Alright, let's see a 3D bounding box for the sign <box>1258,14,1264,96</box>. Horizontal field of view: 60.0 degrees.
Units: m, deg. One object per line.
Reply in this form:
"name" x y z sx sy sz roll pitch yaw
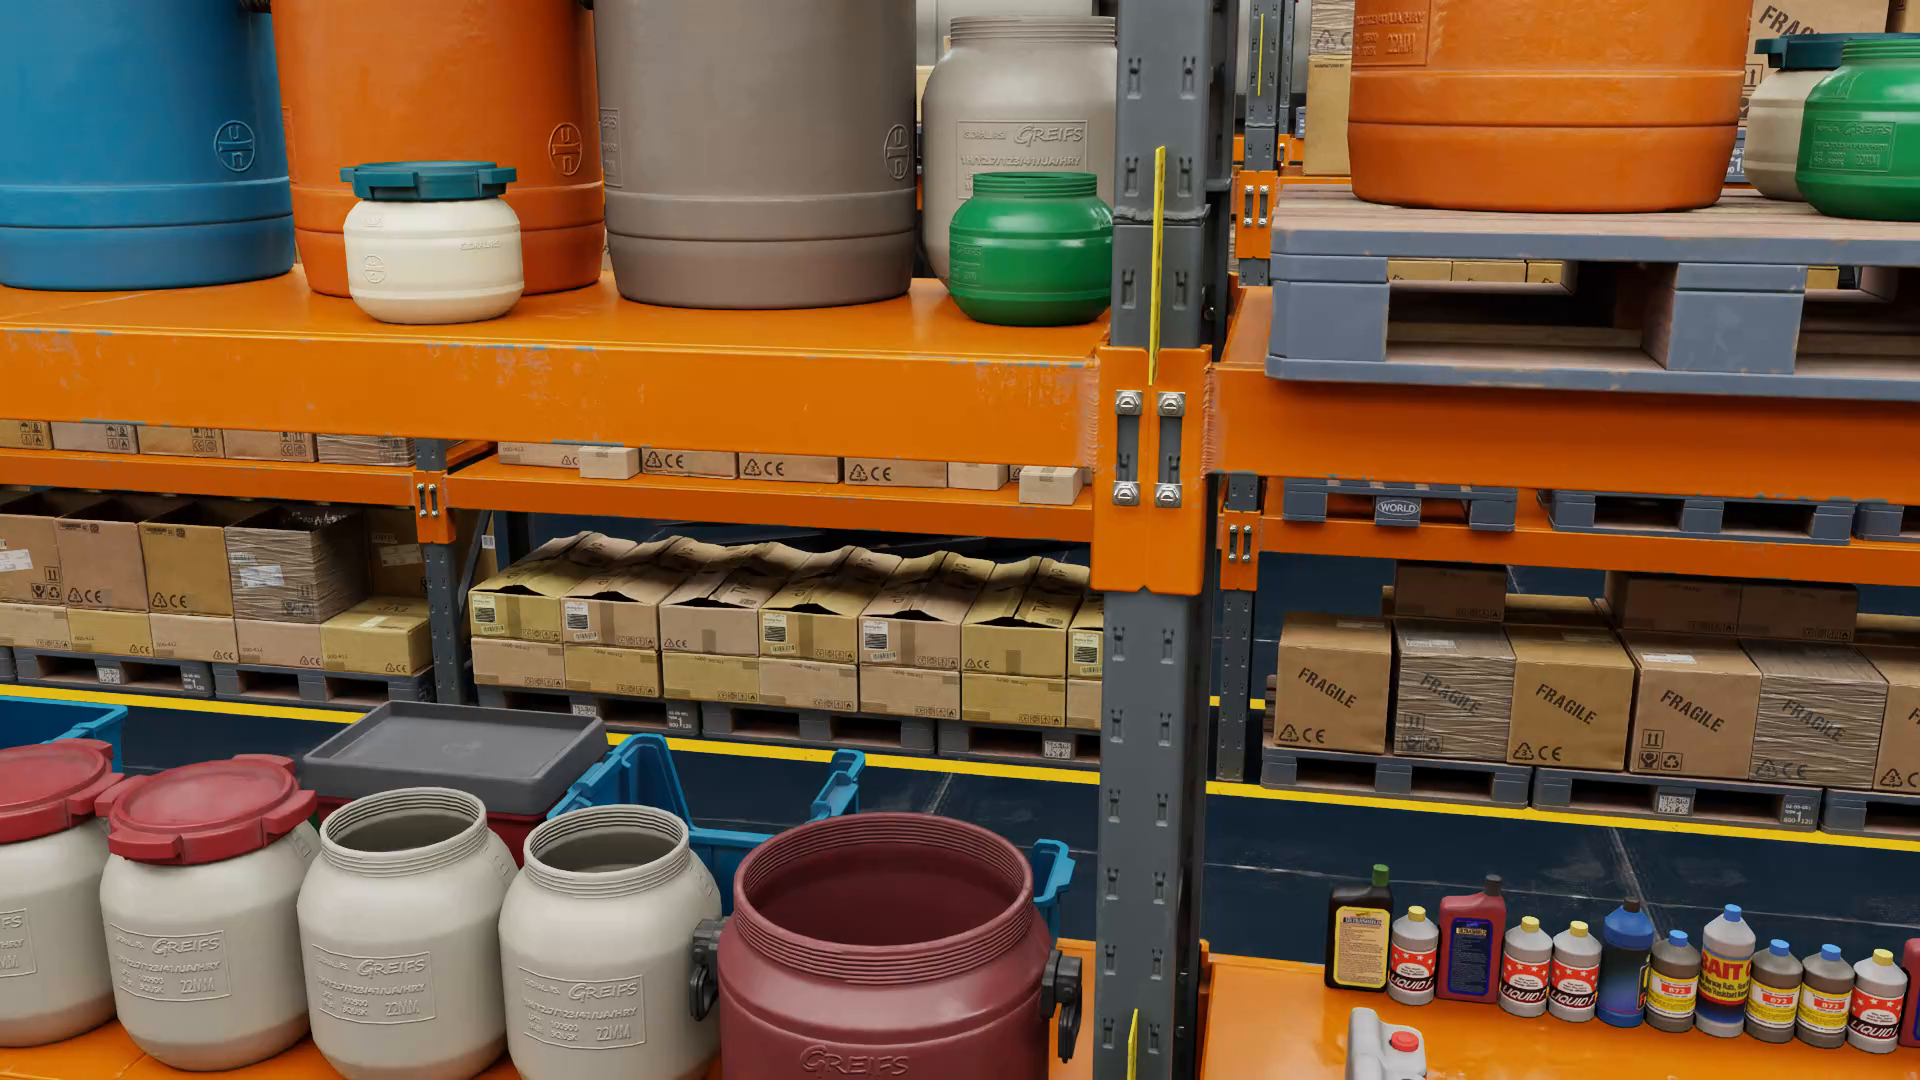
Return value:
"sign" 1.252 -2.018 6.921 0.005 0.325 0.100 3 16 11

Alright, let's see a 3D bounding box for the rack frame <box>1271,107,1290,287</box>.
"rack frame" 2.354 -1.726 12.603 0.127 3.000 1.000 3 16 11

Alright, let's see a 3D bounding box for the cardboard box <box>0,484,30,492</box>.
"cardboard box" -5.884 -0.143 9.849 0.500 0.500 0.500 3 16 11

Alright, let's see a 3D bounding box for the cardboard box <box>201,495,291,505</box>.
"cardboard box" -3.921 -0.041 9.479 0.500 0.500 0.500 3 16 11

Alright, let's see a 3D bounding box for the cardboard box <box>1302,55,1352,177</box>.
"cardboard box" 1.805 -1.909 7.458 0.500 0.500 0.910 3 16 11

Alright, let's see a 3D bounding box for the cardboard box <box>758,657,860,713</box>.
"cardboard box" -0.696 0.648 8.397 0.500 0.250 0.500 3 16 12

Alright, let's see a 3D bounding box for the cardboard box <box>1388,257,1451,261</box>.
"cardboard box" 3.275 -2.168 12.014 0.500 0.250 0.500 3 16 10

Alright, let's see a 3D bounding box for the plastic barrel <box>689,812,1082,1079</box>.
"plastic barrel" -0.135 0.855 3.031 0.708 0.536 0.600 3 16 11

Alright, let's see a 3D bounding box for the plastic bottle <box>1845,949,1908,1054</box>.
"plastic bottle" 1.865 0.931 3.384 0.097 0.201 0.097 0 15 0

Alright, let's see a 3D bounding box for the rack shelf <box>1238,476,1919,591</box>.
"rack shelf" 3.331 0.024 7.636 4.000 0.370 1.077 3 16 11

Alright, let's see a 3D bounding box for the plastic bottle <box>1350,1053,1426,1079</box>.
"plastic bottle" 0.740 1.033 2.875 0.135 0.276 0.152 3 16 11

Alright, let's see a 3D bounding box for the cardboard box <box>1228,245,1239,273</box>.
"cardboard box" 1.892 -2.008 12.611 0.500 0.500 0.700 1 16 5

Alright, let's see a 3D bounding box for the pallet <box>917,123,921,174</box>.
"pallet" -0.409 -1.856 7.806 1.213 0.211 1.003 4 16 14

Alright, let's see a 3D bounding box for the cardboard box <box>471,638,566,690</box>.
"cardboard box" -2.203 0.567 8.691 0.500 0.250 0.500 3 16 10

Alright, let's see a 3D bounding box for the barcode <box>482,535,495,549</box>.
"barcode" -2.382 0.010 8.396 0.075 0.075 0.001 3 16 11

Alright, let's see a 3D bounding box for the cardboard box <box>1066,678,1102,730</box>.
"cardboard box" 0.806 0.729 8.105 0.500 0.250 0.500 3 16 12

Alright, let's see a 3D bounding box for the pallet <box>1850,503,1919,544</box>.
"pallet" 4.529 -0.195 7.438 1.213 0.211 1.003 3 16 11

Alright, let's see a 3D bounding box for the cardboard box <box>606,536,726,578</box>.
"cardboard box" -1.584 0.183 9.027 0.500 0.311 0.500 4 16 13

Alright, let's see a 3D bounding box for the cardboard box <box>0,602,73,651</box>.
"cardboard box" -5.007 0.407 9.269 0.500 0.250 0.500 3 16 11

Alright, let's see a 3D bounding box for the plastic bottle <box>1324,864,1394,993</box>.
"plastic bottle" 0.861 0.832 3.587 0.133 0.283 0.061 3 16 11

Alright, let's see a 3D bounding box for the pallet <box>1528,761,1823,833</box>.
"pallet" 3.287 1.029 7.880 1.213 0.211 1.003 3 16 11

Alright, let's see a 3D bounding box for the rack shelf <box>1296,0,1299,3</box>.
"rack shelf" 4.314 -3.971 11.567 4.000 0.370 1.077 3 16 11

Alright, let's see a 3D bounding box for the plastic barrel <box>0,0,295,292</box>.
"plastic barrel" -1.716 -0.994 3.403 0.708 0.901 0.600 3 16 11

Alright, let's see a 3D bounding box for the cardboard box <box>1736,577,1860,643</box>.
"cardboard box" 3.885 0.272 7.845 0.500 0.250 0.500 3 16 11

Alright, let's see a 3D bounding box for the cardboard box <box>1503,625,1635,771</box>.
"cardboard box" 2.764 0.716 7.645 0.500 0.500 0.500 3 16 10

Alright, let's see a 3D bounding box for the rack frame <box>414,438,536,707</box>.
"rack frame" -2.549 -0.642 8.692 0.127 3.000 1.000 3 16 11

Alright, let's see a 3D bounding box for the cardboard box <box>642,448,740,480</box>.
"cardboard box" -1.284 -0.617 8.414 0.500 0.500 0.500 4 16 15

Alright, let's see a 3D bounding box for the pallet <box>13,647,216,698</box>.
"pallet" -4.519 0.584 9.488 1.213 0.211 1.003 3 16 11

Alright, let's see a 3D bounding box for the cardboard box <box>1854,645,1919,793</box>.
"cardboard box" 4.267 0.796 7.357 0.500 0.500 0.500 3 16 11

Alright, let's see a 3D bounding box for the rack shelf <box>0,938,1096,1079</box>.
"rack shelf" -1.580 1.106 3.727 4.000 0.370 1.077 3 16 11

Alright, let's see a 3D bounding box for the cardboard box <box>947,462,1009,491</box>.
"cardboard box" 0.110 -0.362 8.149 0.250 0.149 0.380 4 16 15

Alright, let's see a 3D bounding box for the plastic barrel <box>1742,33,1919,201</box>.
"plastic barrel" 1.460 -0.697 2.741 0.301 0.262 0.301 0 15 0

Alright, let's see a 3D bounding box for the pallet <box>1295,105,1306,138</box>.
"pallet" 2.996 -3.060 12.154 1.003 0.211 1.213 4 16 14

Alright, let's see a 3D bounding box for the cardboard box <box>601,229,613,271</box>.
"cardboard box" -2.581 -2.206 13.177 0.500 0.500 0.500 3 16 11

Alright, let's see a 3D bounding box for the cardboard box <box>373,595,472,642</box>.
"cardboard box" -2.943 0.376 9.378 0.500 0.250 0.500 3 16 11

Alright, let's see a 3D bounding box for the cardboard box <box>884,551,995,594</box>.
"cardboard box" -0.100 0.265 8.731 0.500 0.311 0.500 3 16 10

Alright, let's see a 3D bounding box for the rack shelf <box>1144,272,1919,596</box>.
"rack shelf" 2.340 -0.126 2.558 4.000 0.370 1.077 3 16 11

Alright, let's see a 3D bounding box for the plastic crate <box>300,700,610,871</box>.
"plastic crate" -1.143 0.669 3.837 0.583 0.464 0.402 3 16 11

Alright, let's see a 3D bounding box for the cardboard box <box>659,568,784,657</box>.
"cardboard box" -1.197 0.353 8.414 0.500 0.311 0.500 3 16 9

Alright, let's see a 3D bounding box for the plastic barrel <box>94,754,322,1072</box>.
"plastic barrel" -1.503 0.758 3.382 0.433 0.535 0.433 0 15 0

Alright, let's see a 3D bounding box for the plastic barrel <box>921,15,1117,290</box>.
"plastic barrel" 0.137 -0.730 3.180 0.421 0.512 0.421 0 15 0

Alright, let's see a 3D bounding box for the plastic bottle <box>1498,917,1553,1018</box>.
"plastic bottle" 1.197 0.895 3.515 0.097 0.201 0.097 0 15 0

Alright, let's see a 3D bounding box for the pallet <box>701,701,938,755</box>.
"pallet" -0.620 0.795 8.727 1.213 0.211 1.003 3 16 11

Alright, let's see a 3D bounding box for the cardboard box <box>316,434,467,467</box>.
"cardboard box" -2.985 -0.712 8.758 0.500 0.500 0.700 3 16 10

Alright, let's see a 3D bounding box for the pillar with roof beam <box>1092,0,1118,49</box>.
"pillar with roof beam" 0.395 -3.786 8.803 0.400 9.000 9.100 3 16 11

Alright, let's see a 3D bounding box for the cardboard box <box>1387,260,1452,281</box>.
"cardboard box" 3.291 -1.804 12.102 0.500 0.500 0.500 4 16 13

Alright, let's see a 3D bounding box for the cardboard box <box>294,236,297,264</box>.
"cardboard box" -3.481 -1.364 8.680 0.500 0.500 0.700 3 16 11

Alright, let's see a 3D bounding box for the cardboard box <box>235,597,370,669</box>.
"cardboard box" -3.535 0.484 8.991 0.500 0.250 0.500 3 16 11

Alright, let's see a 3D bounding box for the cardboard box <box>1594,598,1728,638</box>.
"cardboard box" 3.357 0.605 8.046 0.500 0.500 0.500 3 16 9

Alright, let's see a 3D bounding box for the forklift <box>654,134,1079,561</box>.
"forklift" -0.593 -1.359 11.407 3.031 2.935 1.130 -5 16 -18

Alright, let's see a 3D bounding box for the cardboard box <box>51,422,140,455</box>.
"cardboard box" -4.496 -0.793 9.050 0.500 0.500 0.700 4 16 13

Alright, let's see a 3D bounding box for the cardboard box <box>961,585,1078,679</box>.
"cardboard box" 0.298 0.434 8.121 0.500 0.311 0.500 3 16 10

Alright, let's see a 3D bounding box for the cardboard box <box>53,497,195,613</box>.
"cardboard box" -4.518 0.073 9.067 0.500 0.500 0.500 3 16 11

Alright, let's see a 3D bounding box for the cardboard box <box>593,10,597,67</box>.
"cardboard box" -1.953 -2.536 8.000 0.500 0.500 0.500 3 16 12

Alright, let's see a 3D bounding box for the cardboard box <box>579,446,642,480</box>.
"cardboard box" -1.722 -0.421 8.362 0.250 0.149 0.380 3 16 11

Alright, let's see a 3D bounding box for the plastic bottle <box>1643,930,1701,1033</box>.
"plastic bottle" 1.483 0.910 3.458 0.097 0.201 0.097 0 15 0

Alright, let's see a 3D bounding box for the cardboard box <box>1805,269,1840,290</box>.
"cardboard box" 5.771 -1.673 11.629 0.500 0.500 0.500 3 16 10
